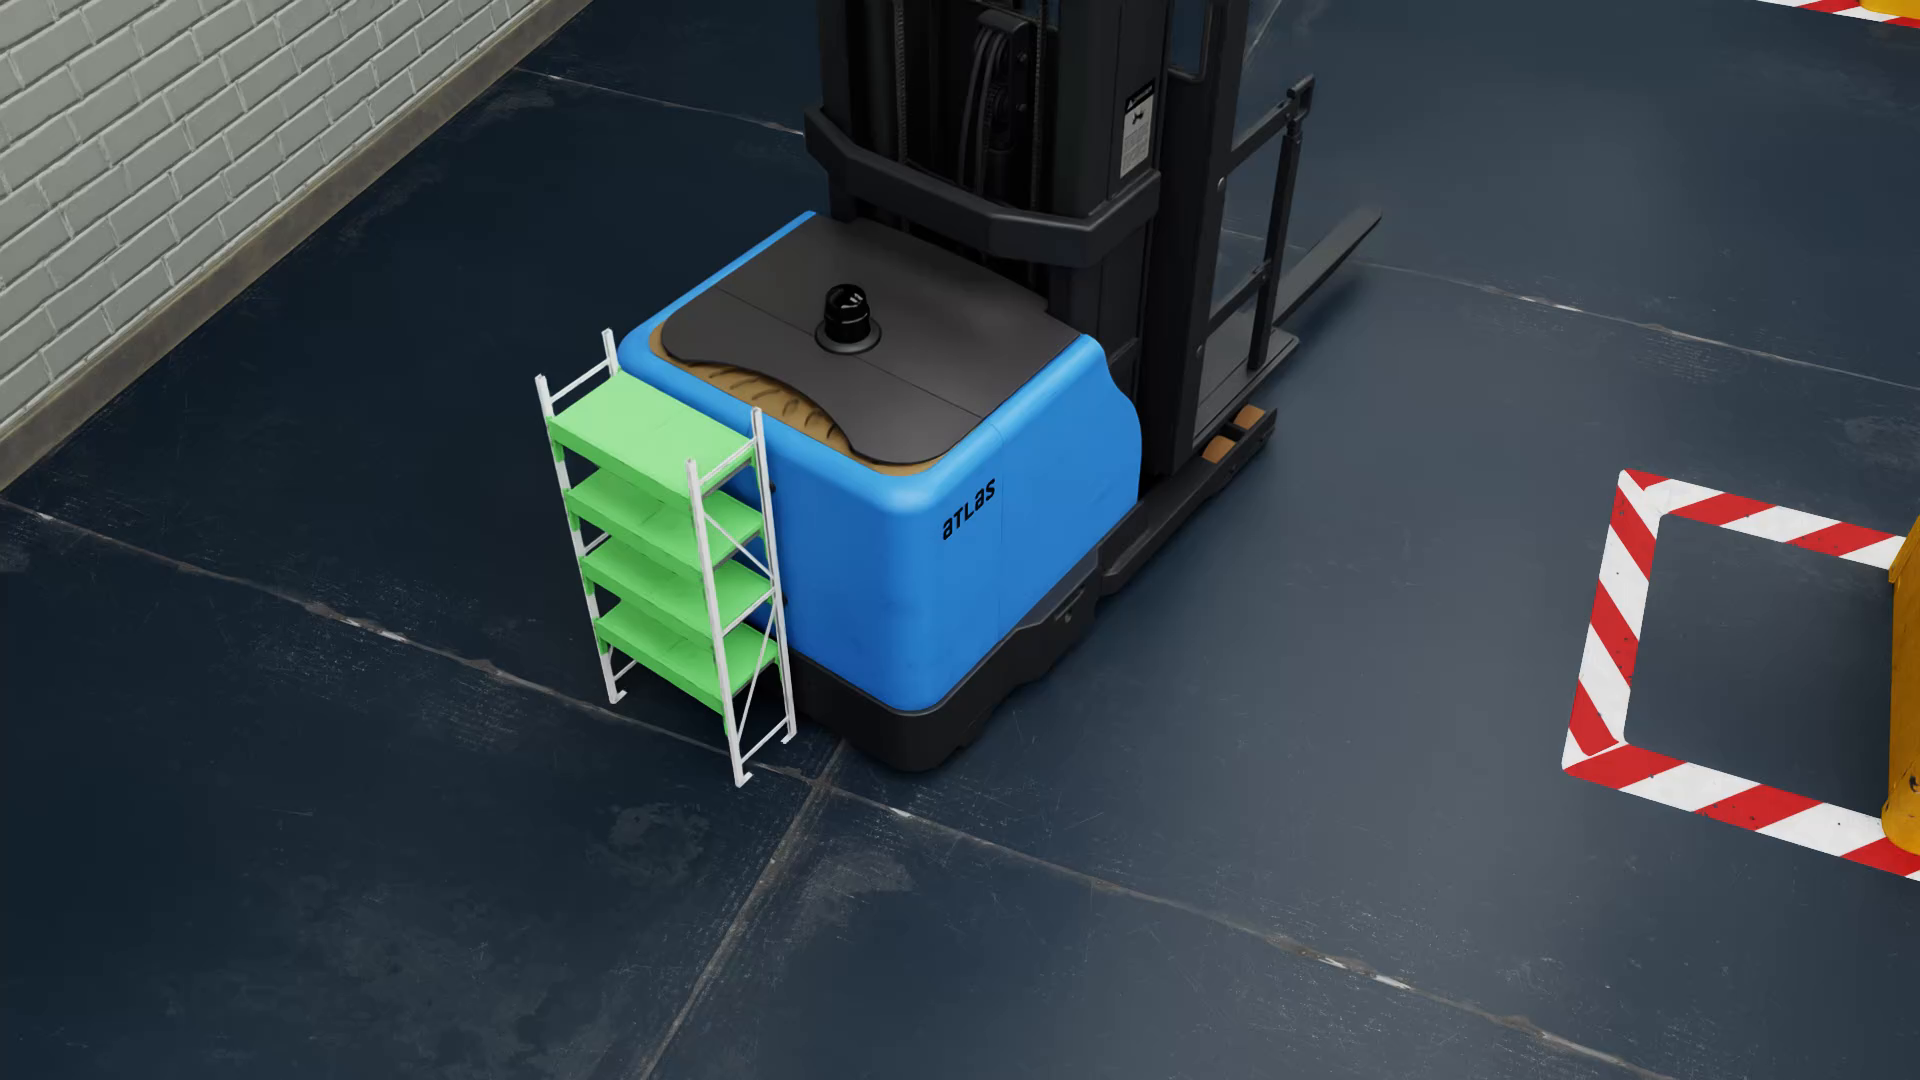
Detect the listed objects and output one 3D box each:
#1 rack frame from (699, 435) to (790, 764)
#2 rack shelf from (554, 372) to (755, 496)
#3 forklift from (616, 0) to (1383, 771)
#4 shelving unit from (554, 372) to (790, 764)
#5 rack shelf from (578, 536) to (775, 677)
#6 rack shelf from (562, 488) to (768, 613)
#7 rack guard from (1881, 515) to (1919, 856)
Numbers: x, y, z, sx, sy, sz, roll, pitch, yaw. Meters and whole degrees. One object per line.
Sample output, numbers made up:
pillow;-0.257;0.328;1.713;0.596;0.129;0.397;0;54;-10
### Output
rack frame;-0.539;0.185;4.213;0.006;1.046;0.228;28;51;25
rack shelf;-0.734;-0.251;3.986;0.457;0.021;0.221;28;51;25
forklift;0.391;-1.403;4.582;1.130;2.935;3.031;28;51;25
shelving unit;-0.731;0.083;4.316;0.487;1.046;0.258;28;51;25
rack shelf;-0.734;0.127;4.362;0.480;0.148;0.258;28;51;25
rack shelf;-0.734;-0.043;4.193;0.480;0.148;0.258;28;51;25
rack guard;2.841;0.299;4.595;0.348;0.500;1.175;16;47;16
